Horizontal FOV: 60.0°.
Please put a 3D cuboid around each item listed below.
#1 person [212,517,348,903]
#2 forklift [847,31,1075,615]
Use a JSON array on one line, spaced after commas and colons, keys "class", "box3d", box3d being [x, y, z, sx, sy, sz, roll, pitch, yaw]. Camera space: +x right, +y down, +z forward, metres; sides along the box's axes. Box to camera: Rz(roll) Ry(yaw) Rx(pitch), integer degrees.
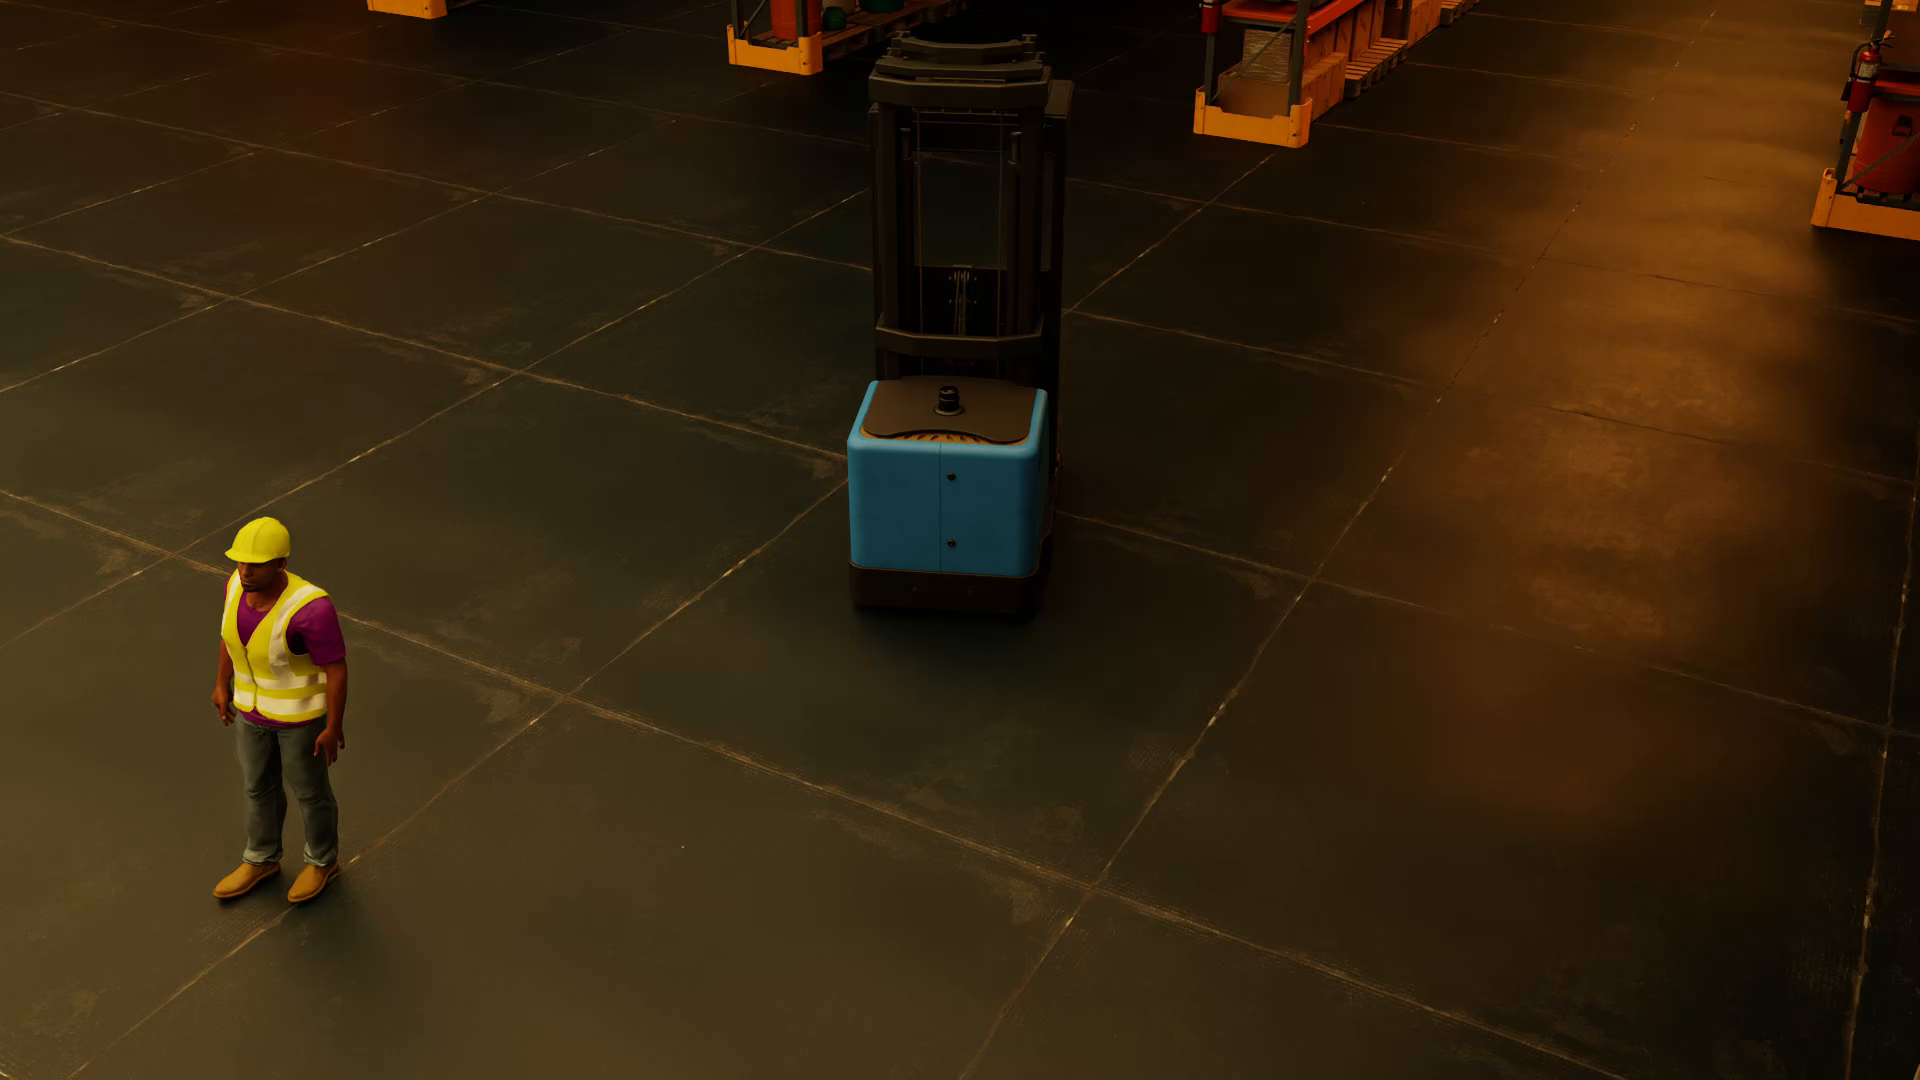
[{"class": "person", "box3d": [-2.877, 0.740, 6.940, 0.665, 1.768, 0.575, 13, 32, 21]}, {"class": "forklift", "box3d": [0.072, -1.572, 9.794, 1.130, 2.935, 3.031, 3, 30, 6]}]
